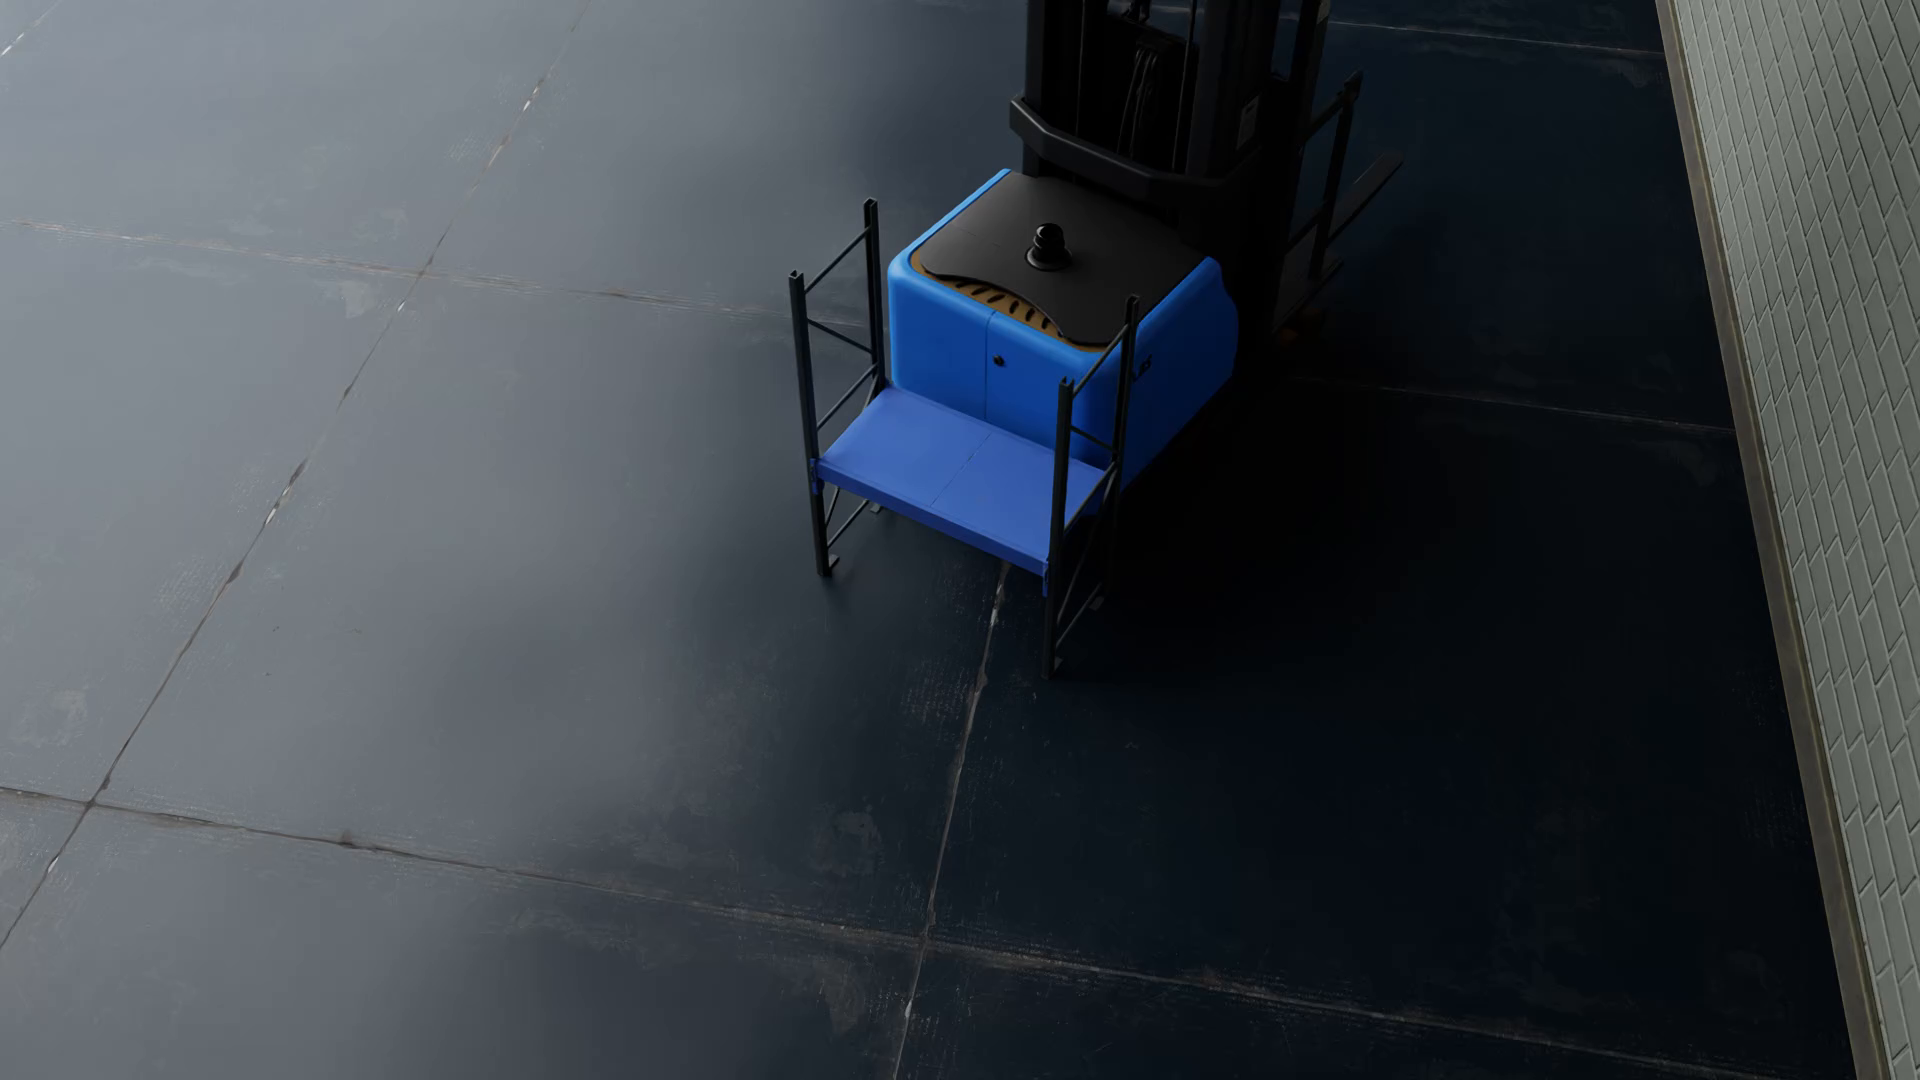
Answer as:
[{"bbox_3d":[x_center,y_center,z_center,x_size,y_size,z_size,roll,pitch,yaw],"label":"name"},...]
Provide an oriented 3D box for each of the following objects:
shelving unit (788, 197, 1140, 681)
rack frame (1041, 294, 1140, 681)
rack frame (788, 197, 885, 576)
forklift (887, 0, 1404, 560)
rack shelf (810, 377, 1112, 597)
[{"bbox_3d":[0.010,-0.331,6.011,1.048,1.500,0.538,24,52,20],"label":"shelving unit"},{"bbox_3d":[0.447,-0.138,5.837,0.032,1.500,0.500,24,52,20],"label":"rack frame"},{"bbox_3d":[-0.427,-0.524,6.185,0.032,1.500,0.500,24,52,20],"label":"rack frame"},{"bbox_3d":[0.995,-1.956,6.509,1.130,2.935,3.031,29,54,24],"label":"forklift"},{"bbox_3d":[0.010,-0.211,6.145,1.000,0.185,0.538,24,52,20],"label":"rack shelf"}]
